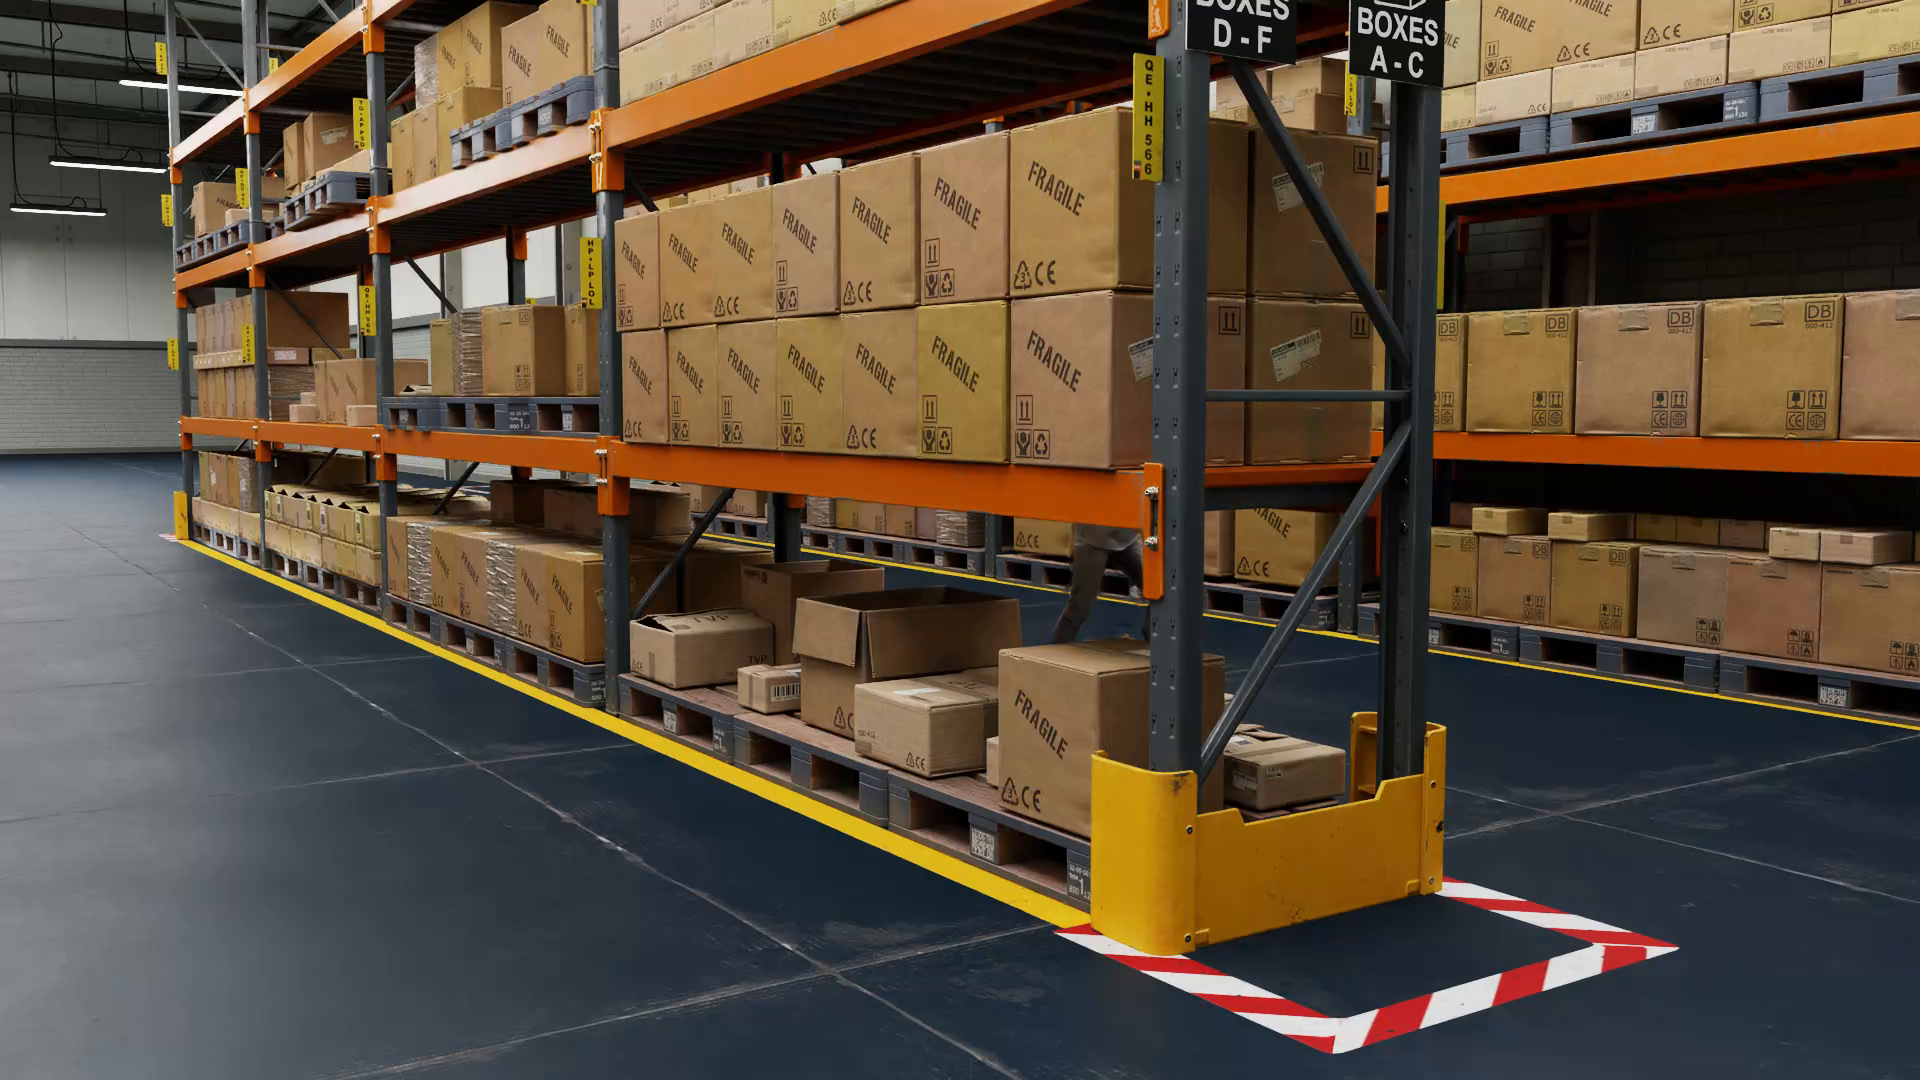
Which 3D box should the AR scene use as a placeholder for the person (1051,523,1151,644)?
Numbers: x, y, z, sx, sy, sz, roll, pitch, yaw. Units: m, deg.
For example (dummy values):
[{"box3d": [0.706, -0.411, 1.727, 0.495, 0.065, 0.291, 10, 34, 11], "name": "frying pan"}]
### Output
[{"box3d": [0.763, 0.018, 8.240, 0.709, 1.547, 0.559, 4, 6, 38], "name": "person"}]
